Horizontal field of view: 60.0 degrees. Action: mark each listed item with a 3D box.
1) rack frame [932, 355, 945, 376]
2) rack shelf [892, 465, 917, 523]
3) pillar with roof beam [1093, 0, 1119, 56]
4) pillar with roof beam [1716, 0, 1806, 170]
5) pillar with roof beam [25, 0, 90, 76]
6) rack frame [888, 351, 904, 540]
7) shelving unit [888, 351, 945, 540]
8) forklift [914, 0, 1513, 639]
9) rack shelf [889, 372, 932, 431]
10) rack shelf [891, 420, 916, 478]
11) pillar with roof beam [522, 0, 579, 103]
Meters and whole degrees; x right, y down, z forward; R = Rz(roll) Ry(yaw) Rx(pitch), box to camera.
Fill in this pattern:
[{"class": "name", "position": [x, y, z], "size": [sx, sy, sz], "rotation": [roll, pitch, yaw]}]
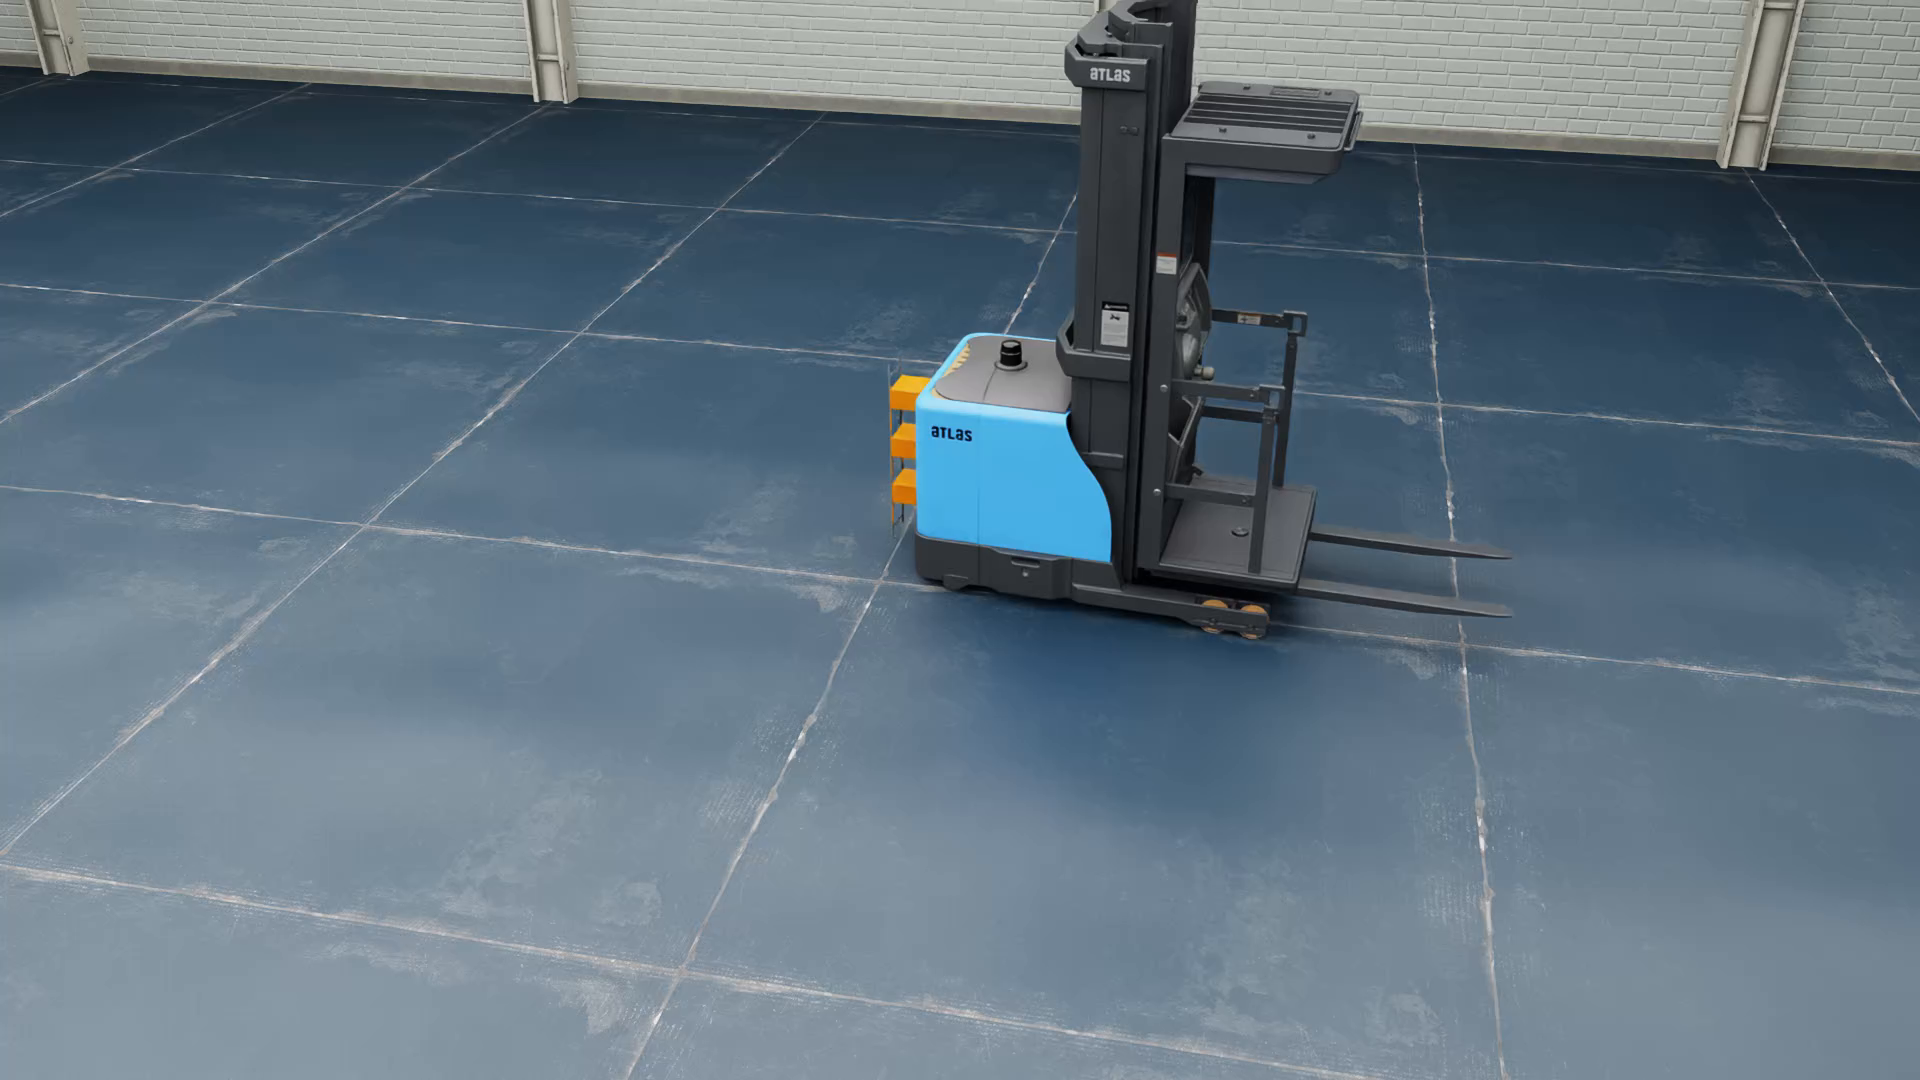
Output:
[{"class": "rack frame", "position": [-0.113, -0.476, 9.027], "size": [0.008, 1.050, 0.200], "rotation": [8, 30, 14]}, {"class": "rack shelf", "position": [-0.230, -0.240, 9.195], "size": [0.240, 0.259, 0.215], "rotation": [8, 30, 14]}, {"class": "pillar with roof beam", "position": [0.620, -6.081, 10.987], "size": [0.400, 9.000, 9.100], "rotation": [6, 29, 11]}, {"class": "pillar with roof beam", "position": [6.488, -5.480, 9.888], "size": [0.400, 9.000, 9.100], "rotation": [6, 29, 11]}, {"class": "pillar with roof beam", "position": [-11.115, -7.285, 13.185], "size": [0.400, 9.000, 9.100], "rotation": [6, 29, 11]}, {"class": "rack frame", "position": [-0.347, -0.509, 9.086], "size": [0.008, 1.050, 0.200], "rotation": [8, 30, 14]}, {"class": "shelving unit", "position": [-0.230, -0.493, 9.057], "size": [0.252, 1.050, 0.215], "rotation": [8, 30, 14]}, {"class": "forklift", "position": [1.336, -1.075, 8.161], "size": [3.031, 2.935, 1.130], "rotation": [8, 30, 14]}, {"class": "rack shelf", "position": [-0.230, -0.732, 8.925], "size": [0.240, 0.259, 0.215], "rotation": [8, 30, 14]}, {"class": "rack shelf", "position": [-0.230, -0.483, 9.062], "size": [0.240, 0.259, 0.215], "rotation": [8, 30, 14]}, {"class": "pillar with roof beam", "position": [-5.248, -6.683, 12.086], "size": [0.400, 9.000, 9.100], "rotation": [6, 29, 11]}]
